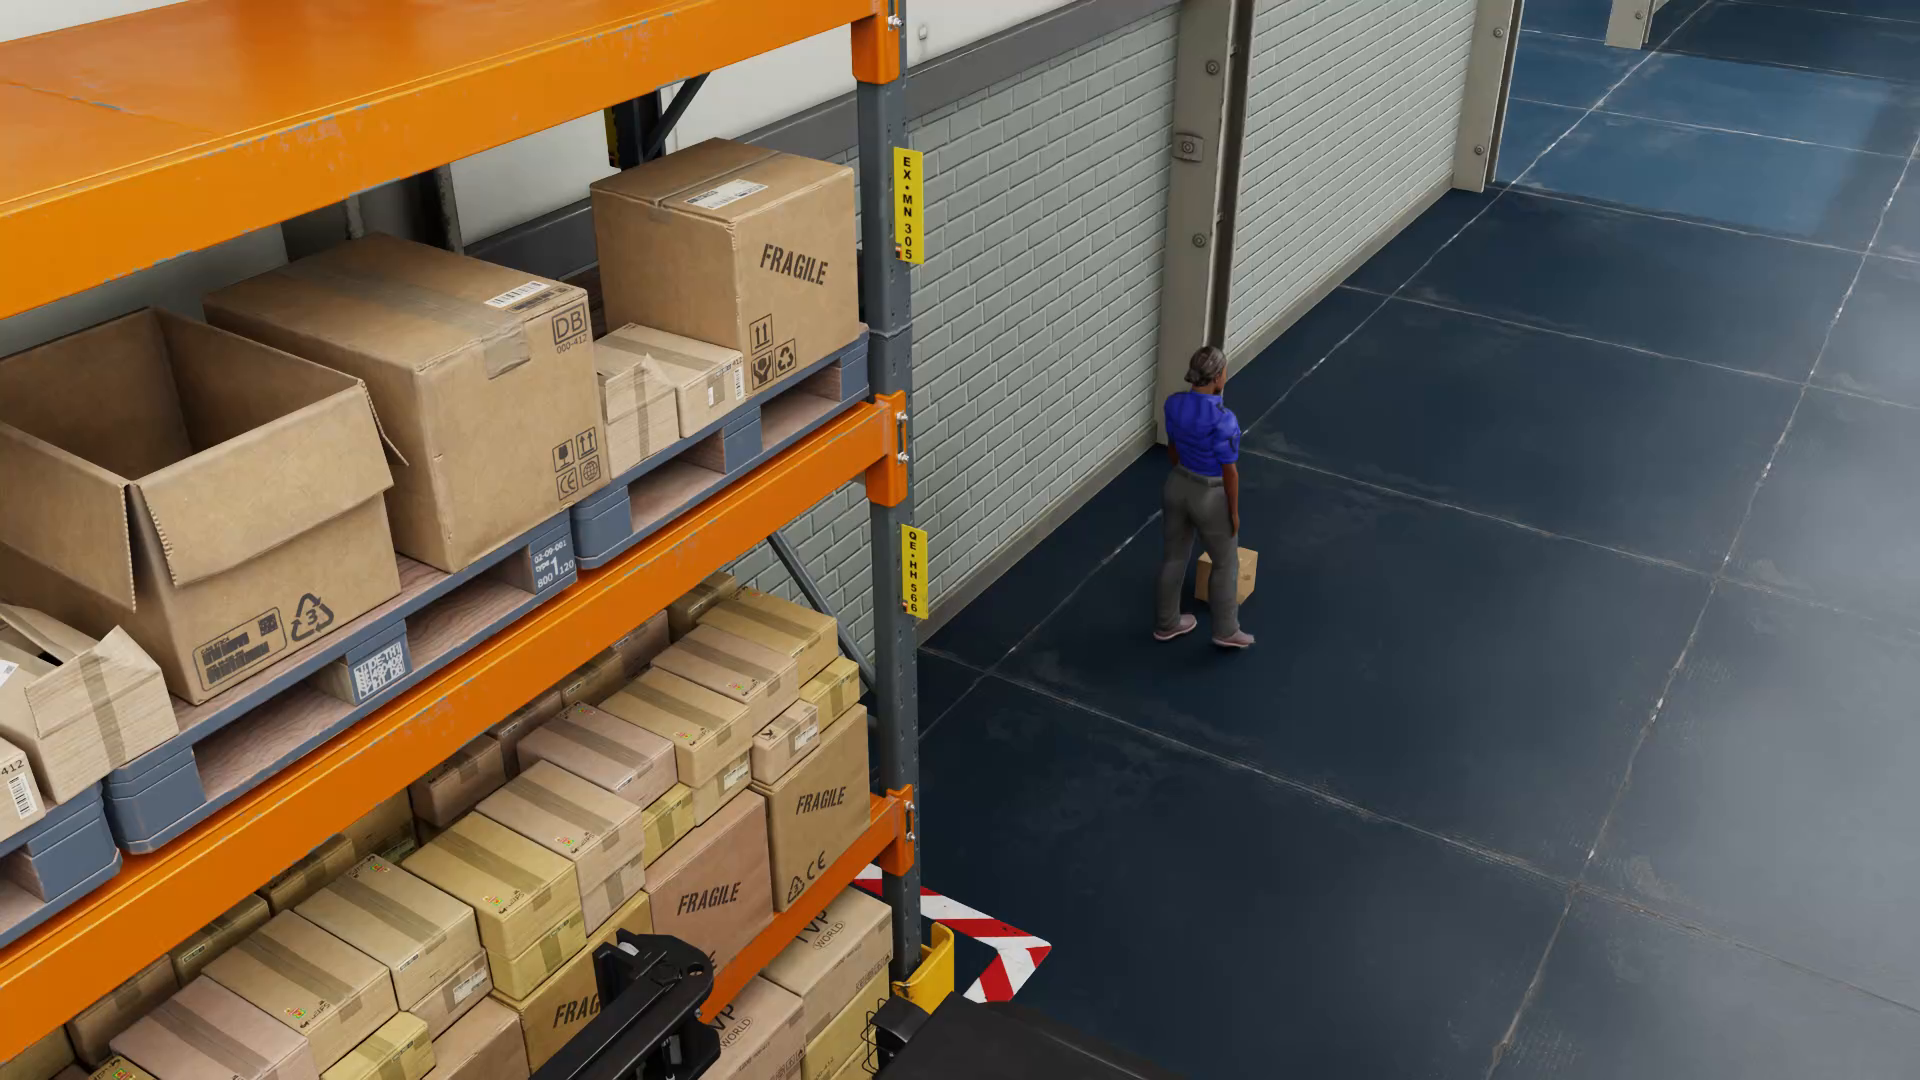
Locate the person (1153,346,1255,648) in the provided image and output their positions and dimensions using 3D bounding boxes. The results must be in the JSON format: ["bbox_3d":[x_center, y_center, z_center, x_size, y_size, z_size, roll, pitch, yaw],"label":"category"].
[{"bbox_3d":[1.267,-0.188,8.479,0.445,1.712,0.510,-27,40,-37],"label":"person"}]
